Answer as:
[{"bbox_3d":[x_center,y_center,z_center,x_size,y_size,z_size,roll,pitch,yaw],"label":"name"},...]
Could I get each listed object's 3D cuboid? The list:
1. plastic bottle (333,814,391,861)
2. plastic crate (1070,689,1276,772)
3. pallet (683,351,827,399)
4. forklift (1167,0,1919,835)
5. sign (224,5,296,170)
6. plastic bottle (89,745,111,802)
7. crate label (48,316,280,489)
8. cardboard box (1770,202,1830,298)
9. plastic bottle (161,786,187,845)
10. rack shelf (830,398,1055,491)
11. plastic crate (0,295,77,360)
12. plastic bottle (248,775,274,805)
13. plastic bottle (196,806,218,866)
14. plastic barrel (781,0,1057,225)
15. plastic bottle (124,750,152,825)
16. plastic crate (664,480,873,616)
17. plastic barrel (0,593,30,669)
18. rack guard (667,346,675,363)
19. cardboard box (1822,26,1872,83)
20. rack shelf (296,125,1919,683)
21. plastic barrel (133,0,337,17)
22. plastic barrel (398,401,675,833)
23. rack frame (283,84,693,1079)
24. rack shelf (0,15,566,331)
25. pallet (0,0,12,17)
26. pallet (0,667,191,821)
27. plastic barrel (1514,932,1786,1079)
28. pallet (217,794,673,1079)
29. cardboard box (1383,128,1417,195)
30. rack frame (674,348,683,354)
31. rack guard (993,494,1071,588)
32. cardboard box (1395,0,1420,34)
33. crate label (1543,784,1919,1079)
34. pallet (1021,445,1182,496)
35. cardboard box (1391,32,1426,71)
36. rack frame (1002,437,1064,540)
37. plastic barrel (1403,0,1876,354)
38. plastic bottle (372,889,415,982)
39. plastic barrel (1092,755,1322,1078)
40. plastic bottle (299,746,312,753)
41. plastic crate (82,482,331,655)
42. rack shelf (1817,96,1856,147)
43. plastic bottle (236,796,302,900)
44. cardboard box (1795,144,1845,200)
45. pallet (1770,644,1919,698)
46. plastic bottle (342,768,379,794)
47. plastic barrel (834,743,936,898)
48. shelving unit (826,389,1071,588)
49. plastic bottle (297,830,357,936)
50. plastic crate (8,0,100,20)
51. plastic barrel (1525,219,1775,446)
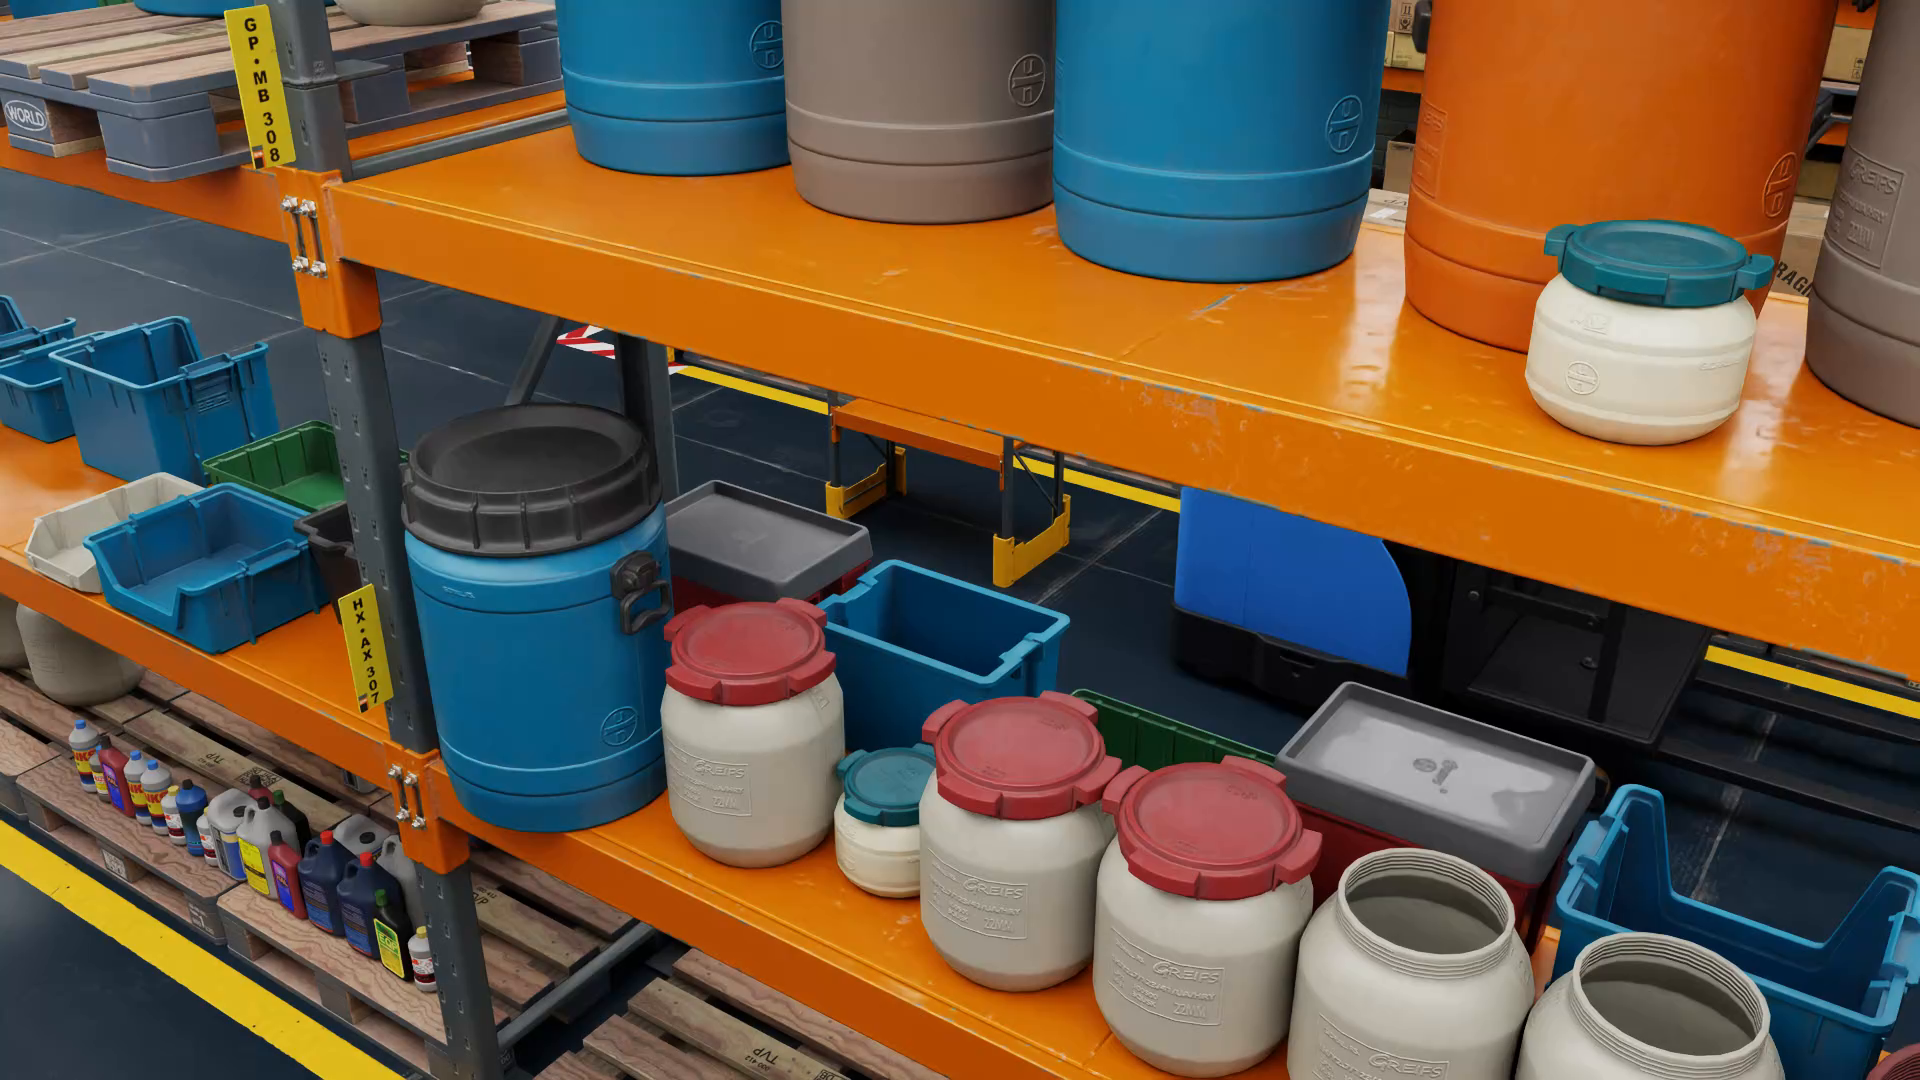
[{"bbox_3d":[-1.934,1.039,5.418,0.135,0.276,0.152,17,32,30],"label":"plastic bottle"},{"bbox_3d":[0.450,0.627,3.945,0.662,0.188,0.450,17,32,30],"label":"plastic crate"},{"bbox_3d":[-0.981,-1.264,10.501,1.213,0.211,1.003,17,32,30],"label":"pallet"},{"bbox_3d":[2.403,-0.573,6.144,3.031,2.935,1.130,17,31,30],"label":"forklift"},{"bbox_3d":[-1.466,-0.948,3.488,0.005,0.325,0.100,17,32,30],"label":"sign"},{"bbox_3d":[-3.039,0.823,5.926,0.097,0.201,0.097,0,27,0],"label":"plastic bottle"},{"bbox_3d":[-2.772,-0.481,5.849,0.616,0.435,0.502,17,32,30],"label":"crate label"},{"bbox_3d":[3.567,-1.103,6.999,0.500,0.500,0.500,15,31,28],"label":"cardboard box"},{"bbox_3d":[-2.678,0.936,5.705,0.097,0.201,0.097,0,27,0],"label":"plastic bottle"},{"bbox_3d":[-0.070,-0.530,8.034,1.000,0.185,0.538,17,32,30],"label":"rack shelf"},{"bbox_3d":[-3.860,-0.754,6.588,0.616,0.251,0.499,17,32,30],"label":"plastic crate"},{"bbox_3d":[-2.336,0.932,5.621,0.133,0.283,0.061,17,32,30],"label":"plastic bottle"},{"bbox_3d":[-2.508,0.988,5.601,0.097,0.201,0.097,0,27,0],"label":"plastic bottle"},{"bbox_3d":[-0.064,-1.152,3.347,0.600,0.901,0.600,0,27,0],"label":"plastic barrel"},{"bbox_3d":[-2.842,0.853,5.789,0.097,0.271,0.097,0,27,0],"label":"plastic bottle"},{"bbox_3d":[-0.573,0.172,4.535,0.583,0.464,0.402,17,32,30],"label":"plastic crate"},{"bbox_3d":[-3.857,0.225,6.780,0.421,0.512,0.421,0,27,0],"label":"plastic barrel"},{"bbox_3d":[-1.655,-1.580,10.803,0.348,0.500,1.175,17,32,30],"label":"rack guard"},{"bbox_3d":[5.881,-3.307,10.846,0.500,0.500,0.700,23,35,37],"label":"cardboard box"},{"bbox_3d":[0.503,-0.312,3.042,4.000,0.370,1.077,17,32,30],"label":"rack shelf"},{"bbox_3d":[-1.905,-1.853,4.260,0.708,0.901,0.600,17,32,30],"label":"plastic barrel"},{"bbox_3d":[-0.998,0.179,4.037,0.708,0.901,0.600,17,32,30],"label":"plastic barrel"},{"bbox_3d":[-1.145,0.190,4.569,0.127,3.000,1.000,17,32,30],"label":"rack frame"},{"bbox_3d":[-2.794,-1.339,5.061,4.000,0.370,1.077,17,32,30],"label":"rack shelf"},{"bbox_3d":[-3.816,-1.840,5.460,1.213,0.211,1.003,17,32,30],"label":"pallet"},{"bbox_3d":[-3.687,0.619,6.802,1.213,0.211,1.003,17,32,30],"label":"pallet"},{"bbox_3d":[1.183,0.983,2.887,0.421,0.512,0.421,0,27,0],"label":"plastic barrel"},{"bbox_3d":[-1.675,1.245,5.571,1.213,0.211,1.003,17,32,30],"label":"pallet"},{"bbox_3d":[3.586,-2.847,12.808,0.500,0.500,0.500,15,30,27],"label":"cardboard box"},{"bbox_3d":[-1.635,-2.688,10.224,0.127,3.000,1.000,17,32,30],"label":"rack frame"},{"bbox_3d":[0.348,-0.003,7.980,0.087,0.250,0.587,17,32,30],"label":"rack guard"},{"bbox_3d":[3.484,-3.922,11.965,0.500,0.500,0.500,17,32,30],"label":"cardboard box"},{"bbox_3d":[1.486,0.846,3.242,0.616,0.435,0.502,17,32,30],"label":"crate label"},{"bbox_3d":[1.030,-0.638,9.270,1.213,0.211,1.003,17,32,30],"label":"pallet"},{"bbox_3d":[3.496,-3.595,12.150,0.500,0.250,0.500,17,32,31],"label":"cardboard box"},{"bbox_3d":[0.349,-0.560,7.696,0.032,1.500,0.500,17,32,30],"label":"rack frame"},{"bbox_3d":[1.059,-0.771,2.676,0.708,0.830,0.600,17,32,30],"label":"plastic barrel"},{"bbox_3d":[-1.729,1.205,5.085,0.133,0.283,0.061,19,33,33],"label":"plastic bottle"},{"bbox_3d":[0.481,0.757,3.305,0.433,0.535,0.433,0,27,0],"label":"plastic barrel"},{"bbox_3d":[-2.429,0.684,6.199,0.097,0.201,0.097,0,27,0],"label":"plastic bottle"},{"bbox_3d":[-2.211,0.074,4.961,0.616,0.251,0.499,17,32,30],"label":"plastic crate"},{"bbox_3d":[6.112,-2.679,11.001,4.000,0.370,1.077,17,32,30],"label":"rack shelf"},{"bbox_3d":[-2.264,0.985,5.443,0.185,0.351,0.144,17,32,30],"label":"plastic bottle"},{"bbox_3d":[5.876,-2.503,11.305,0.500,0.250,0.500,16,31,29],"label":"cardboard box"},{"bbox_3d":[4.303,0.383,7.264,1.213,0.211,1.003,17,32,30],"label":"pallet"},{"bbox_3d":[-2.145,0.750,5.987,0.135,0.276,0.152,17,32,30],"label":"plastic bottle"},{"bbox_3d":[-0.141,0.649,3.819,0.301,0.262,0.301,0,27,0],"label":"plastic barrel"},{"bbox_3d":[-0.063,-0.688,7.948,1.083,1.500,0.587,17,32,30],"label":"shelving unit"},{"bbox_3d":[-1.997,1.068,5.280,0.185,0.351,0.144,16,31,28],"label":"plastic bottle"},{"bbox_3d":[-2.700,-1.789,5.169,0.575,0.384,0.392,17,32,30],"label":"plastic crate"},{"bbox_3d":[0.971,-0.297,2.372,0.301,0.262,0.301,0,27,0],"label":"plastic barrel"}]
